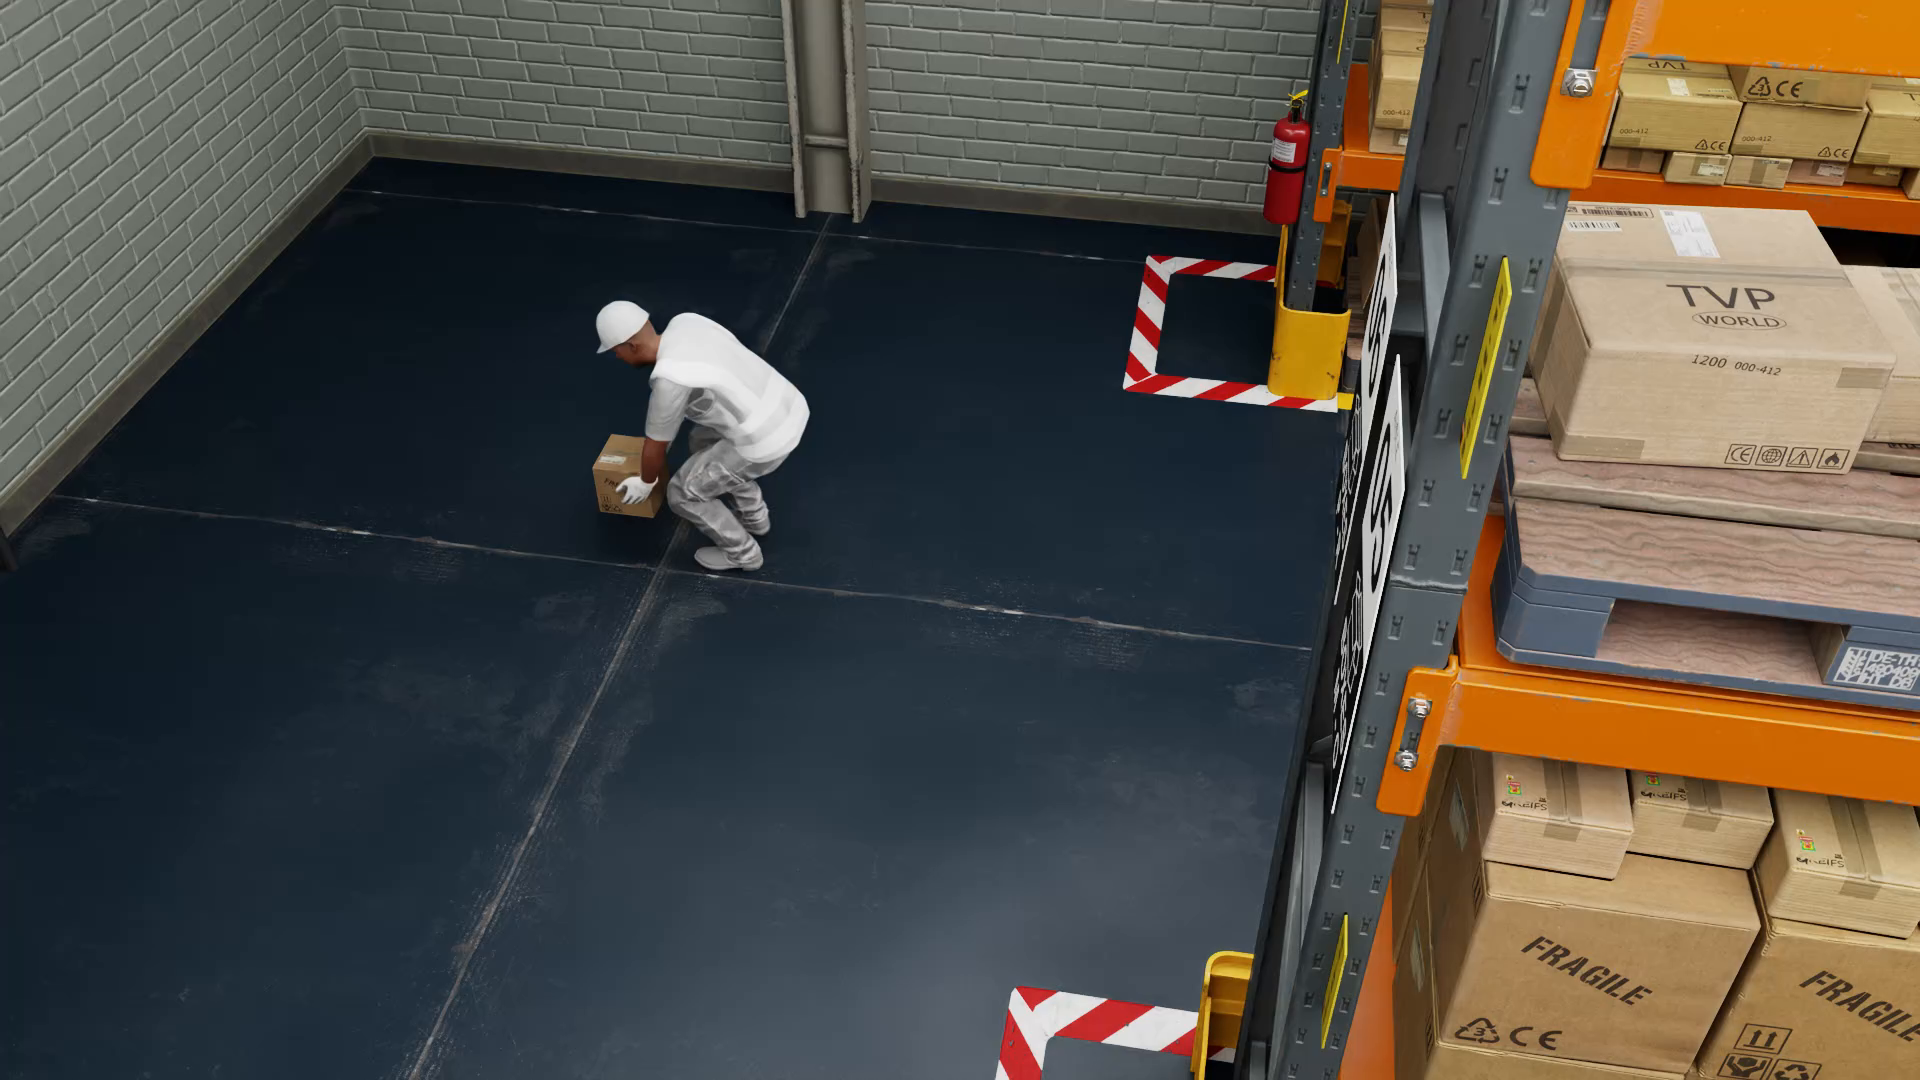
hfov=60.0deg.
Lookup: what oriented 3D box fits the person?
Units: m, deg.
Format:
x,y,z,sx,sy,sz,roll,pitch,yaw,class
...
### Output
x,y,z,sx,sy,sz,roll,pitch,yaw,class
-1.072,-0.441,7.067,0.833,1.264,0.607,7,41,8,person
